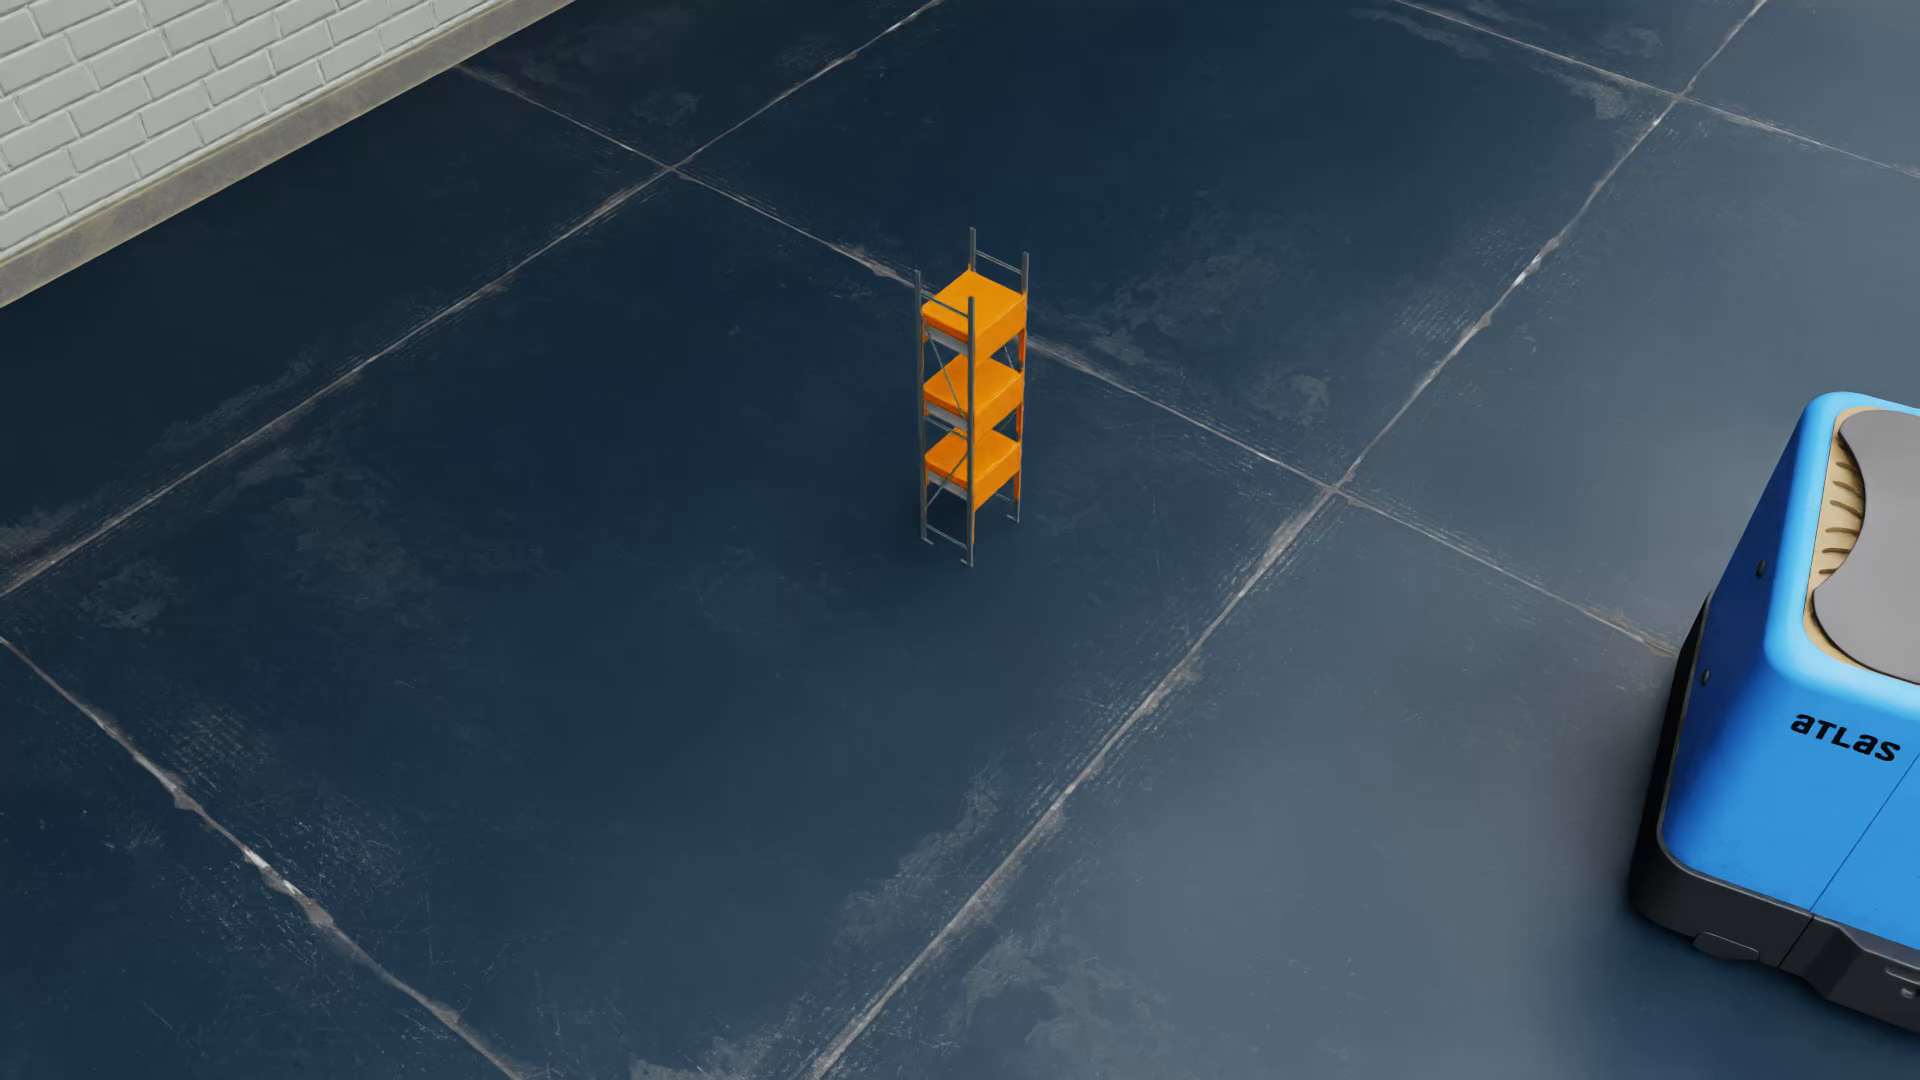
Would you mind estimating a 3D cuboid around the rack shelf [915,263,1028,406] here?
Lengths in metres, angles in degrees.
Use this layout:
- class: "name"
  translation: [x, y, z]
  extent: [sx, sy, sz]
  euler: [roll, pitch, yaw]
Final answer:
- class: "rack shelf"
  translation: [0.033, -0.582, 4.702]
  extent: [0.215, 0.259, 0.240]
  euler: [29, 53, 25]

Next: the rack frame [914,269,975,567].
- class: "rack frame"
  translation: [-0.042, -0.323, 4.833]
  extent: [0.200, 1.050, 0.008]
  euler: [29, 53, 25]

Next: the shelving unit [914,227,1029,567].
- class: "shelving unit"
  translation: [0.033, -0.393, 4.900]
  extent: [0.215, 1.050, 0.252]
  euler: [29, 53, 25]

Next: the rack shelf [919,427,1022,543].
- class: "rack shelf"
  translation: [0.033, -0.194, 5.108]
  extent: [0.215, 0.259, 0.240]
  euler: [29, 53, 25]

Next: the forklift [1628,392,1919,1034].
- class: "forklift"
  translation: [3.282, 0.110, 3.118]
  extent: [3.031, 2.935, 1.130]
  euler: [19, 49, 17]

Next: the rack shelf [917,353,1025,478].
- class: "rack shelf"
  translation: [0.033, -0.386, 4.907]
  extent: [0.215, 0.259, 0.240]
  euler: [29, 53, 25]

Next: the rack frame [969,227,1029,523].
- class: "rack frame"
  translation: [0.107, -0.463, 4.966]
  extent: [0.200, 1.050, 0.008]
  euler: [29, 53, 25]
